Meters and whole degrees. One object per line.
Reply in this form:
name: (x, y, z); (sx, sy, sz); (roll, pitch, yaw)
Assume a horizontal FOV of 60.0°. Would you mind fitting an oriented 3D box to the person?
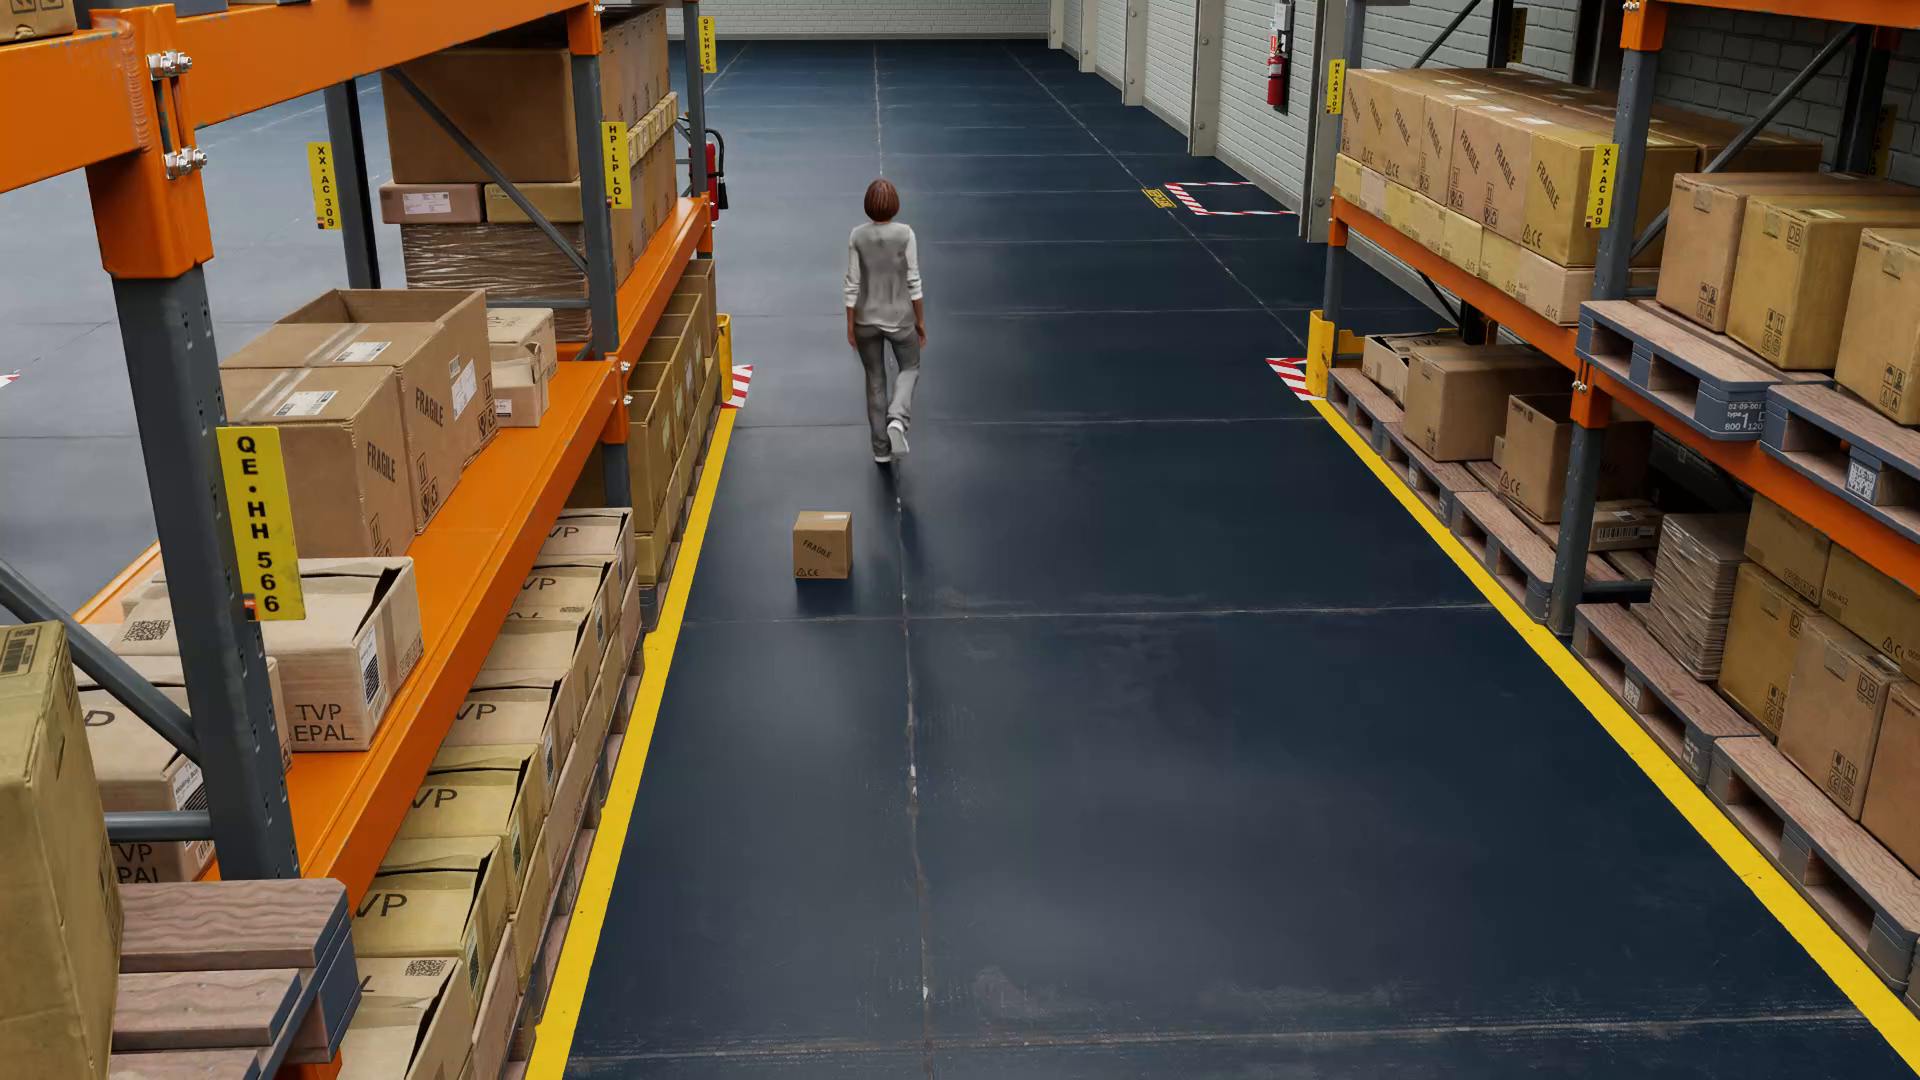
person: (-0.409, -1.184, 9.151); (0.448, 1.594, 0.465); (1, 21, 2)
